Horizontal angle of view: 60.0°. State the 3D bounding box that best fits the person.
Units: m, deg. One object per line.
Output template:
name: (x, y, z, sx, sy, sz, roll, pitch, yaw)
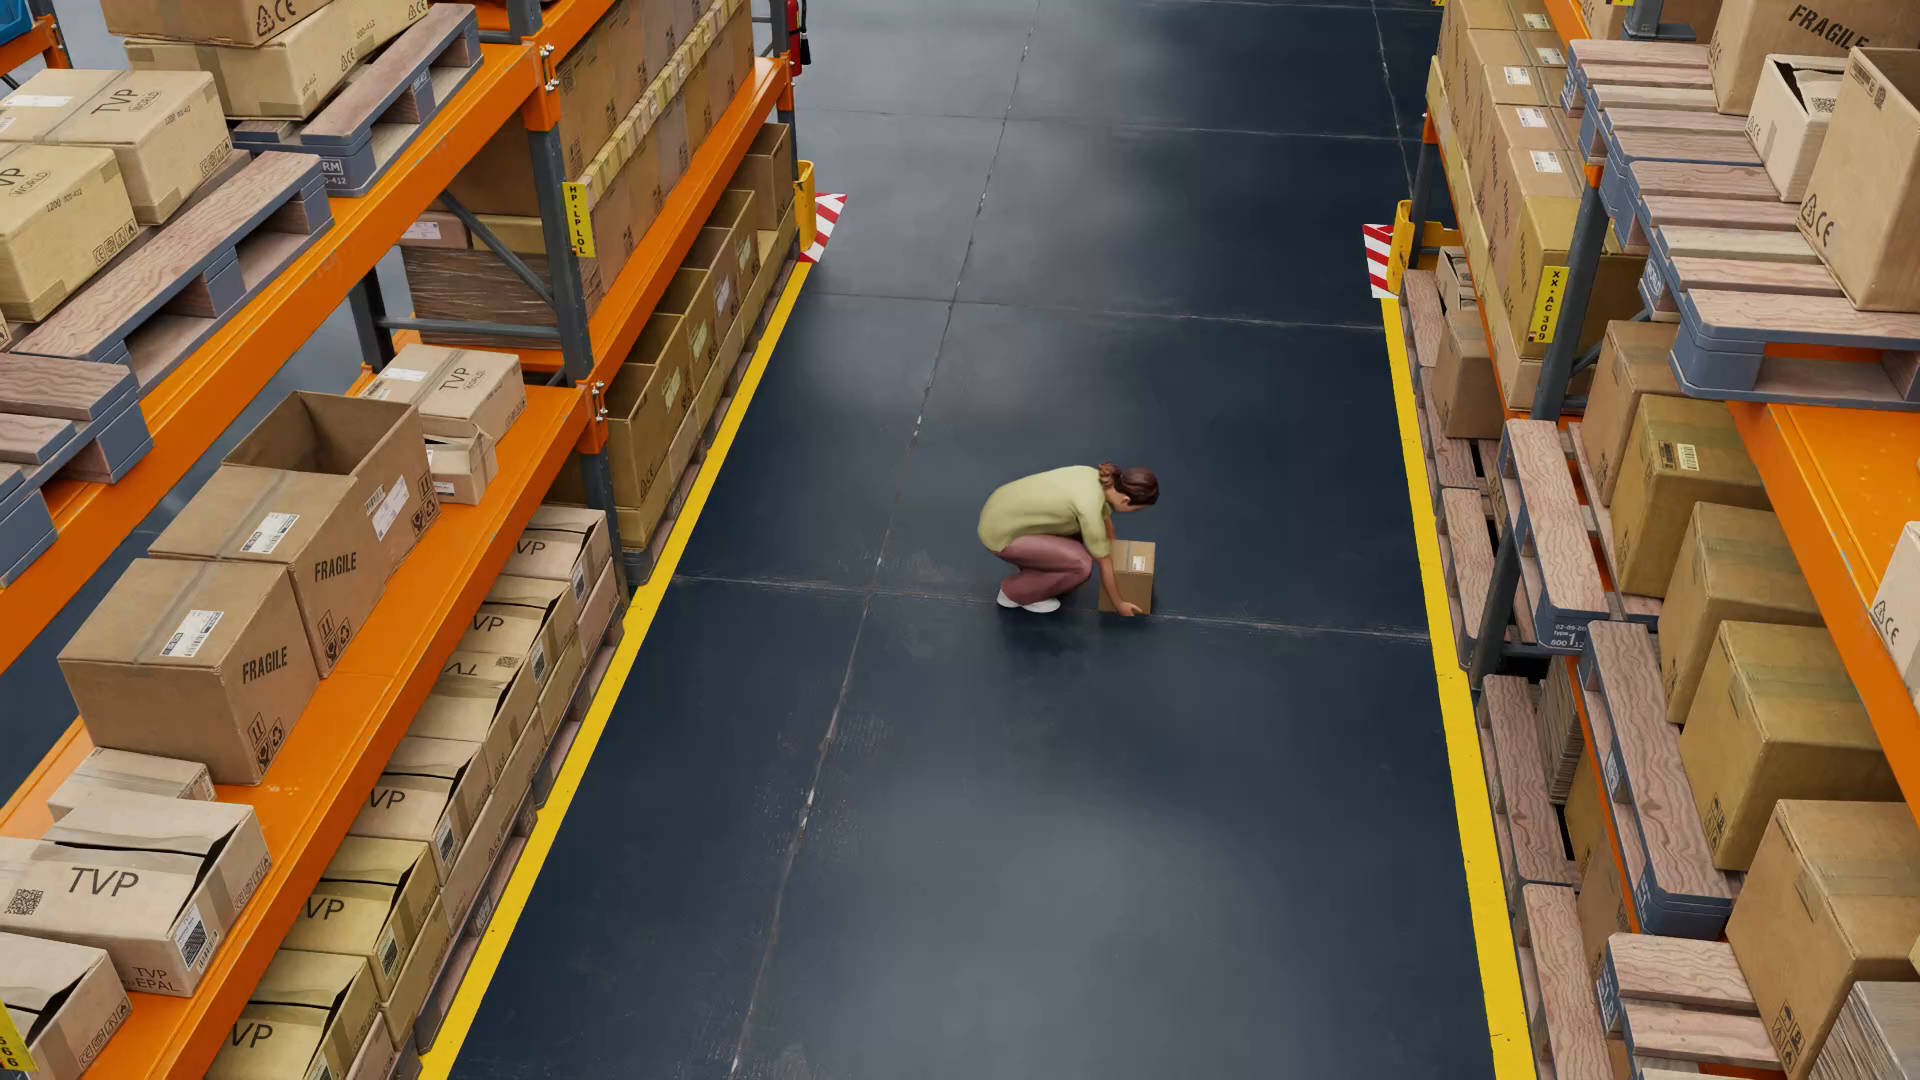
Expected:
person: (0.507, -0.004, 7.912, 0.839, 0.784, 0.463, 4, 36, 5)
